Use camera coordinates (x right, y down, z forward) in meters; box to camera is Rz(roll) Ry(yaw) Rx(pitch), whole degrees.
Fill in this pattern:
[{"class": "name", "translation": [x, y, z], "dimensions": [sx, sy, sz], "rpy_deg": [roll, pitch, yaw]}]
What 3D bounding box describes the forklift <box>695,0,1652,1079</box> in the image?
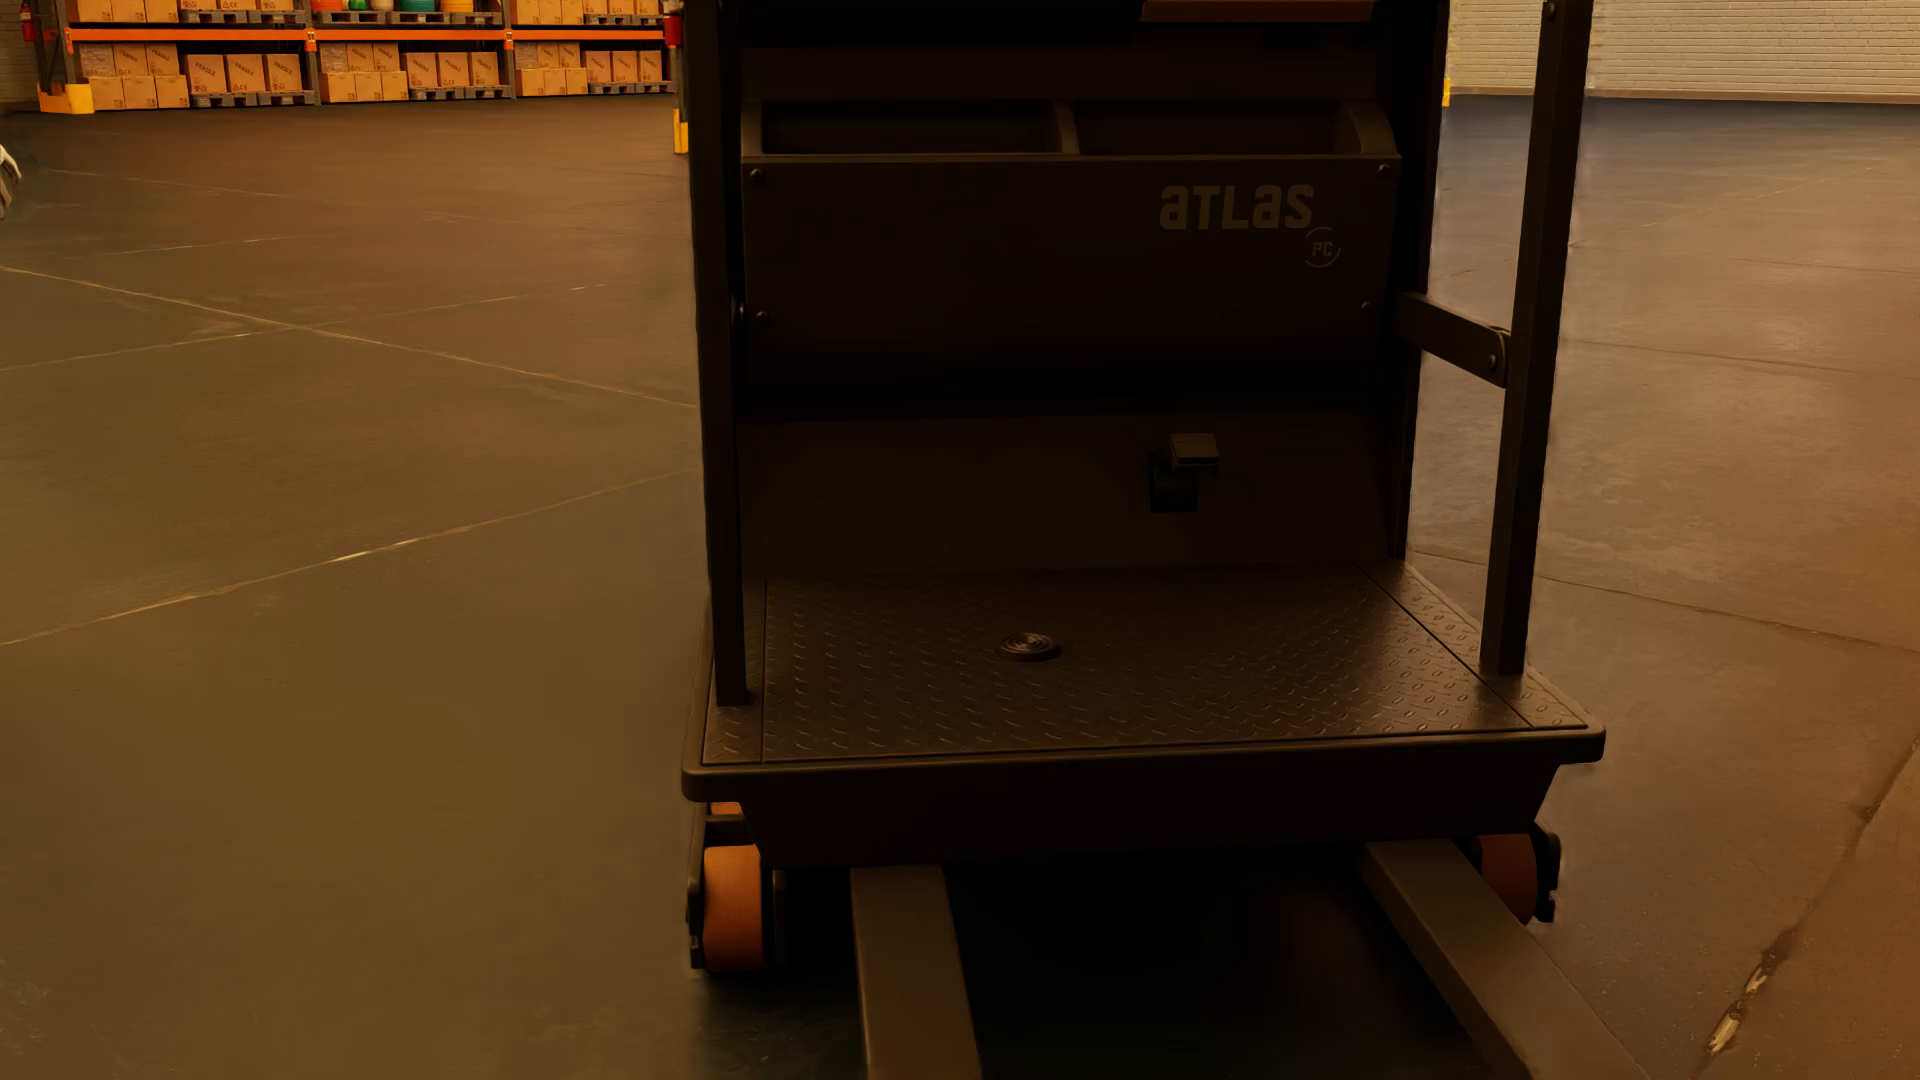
[{"class": "forklift", "translation": [0.142, -1.062, 2.393], "dimensions": [1.130, 2.935, 3.031], "rpy_deg": [-2, 17, -6]}]
